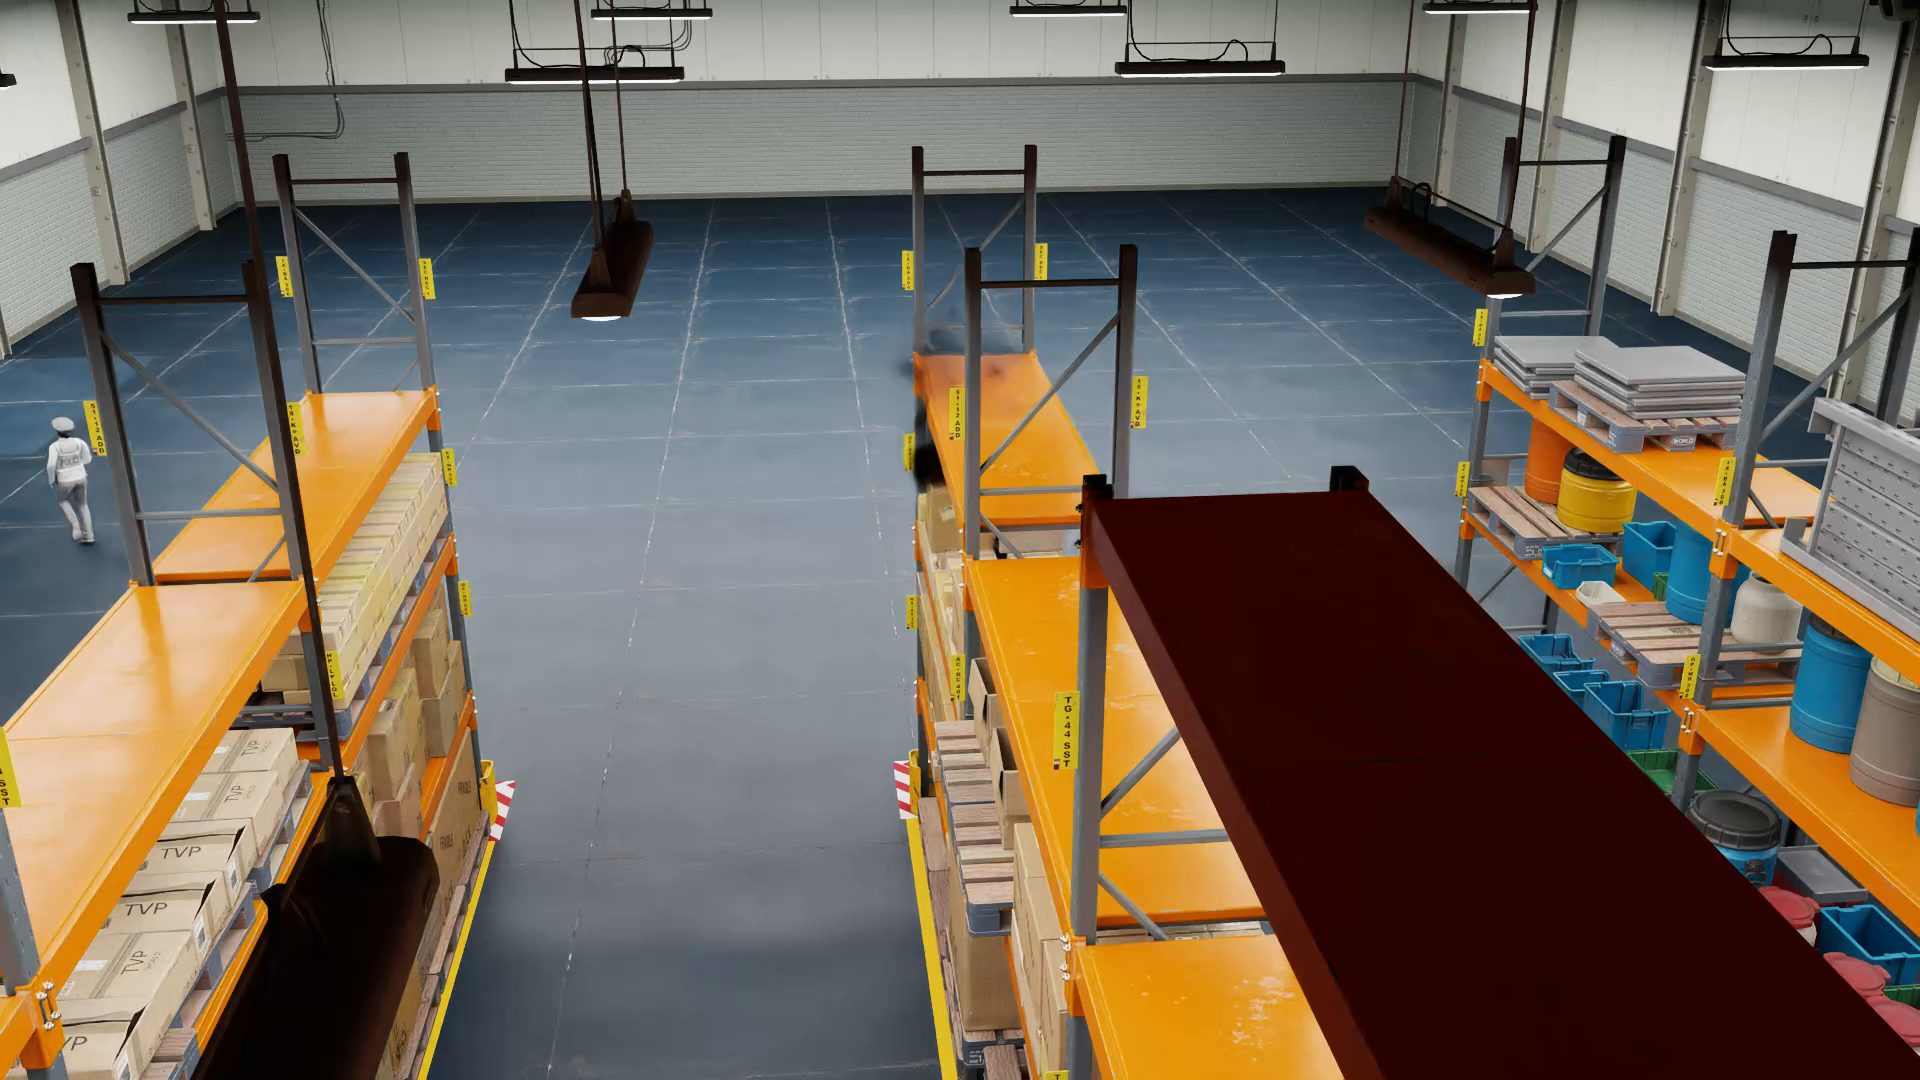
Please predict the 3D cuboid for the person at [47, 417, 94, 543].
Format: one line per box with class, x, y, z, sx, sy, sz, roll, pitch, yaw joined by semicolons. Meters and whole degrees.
person;-11.443;-0.781;21.353;0.569;1.660;0.597;20;29;40
